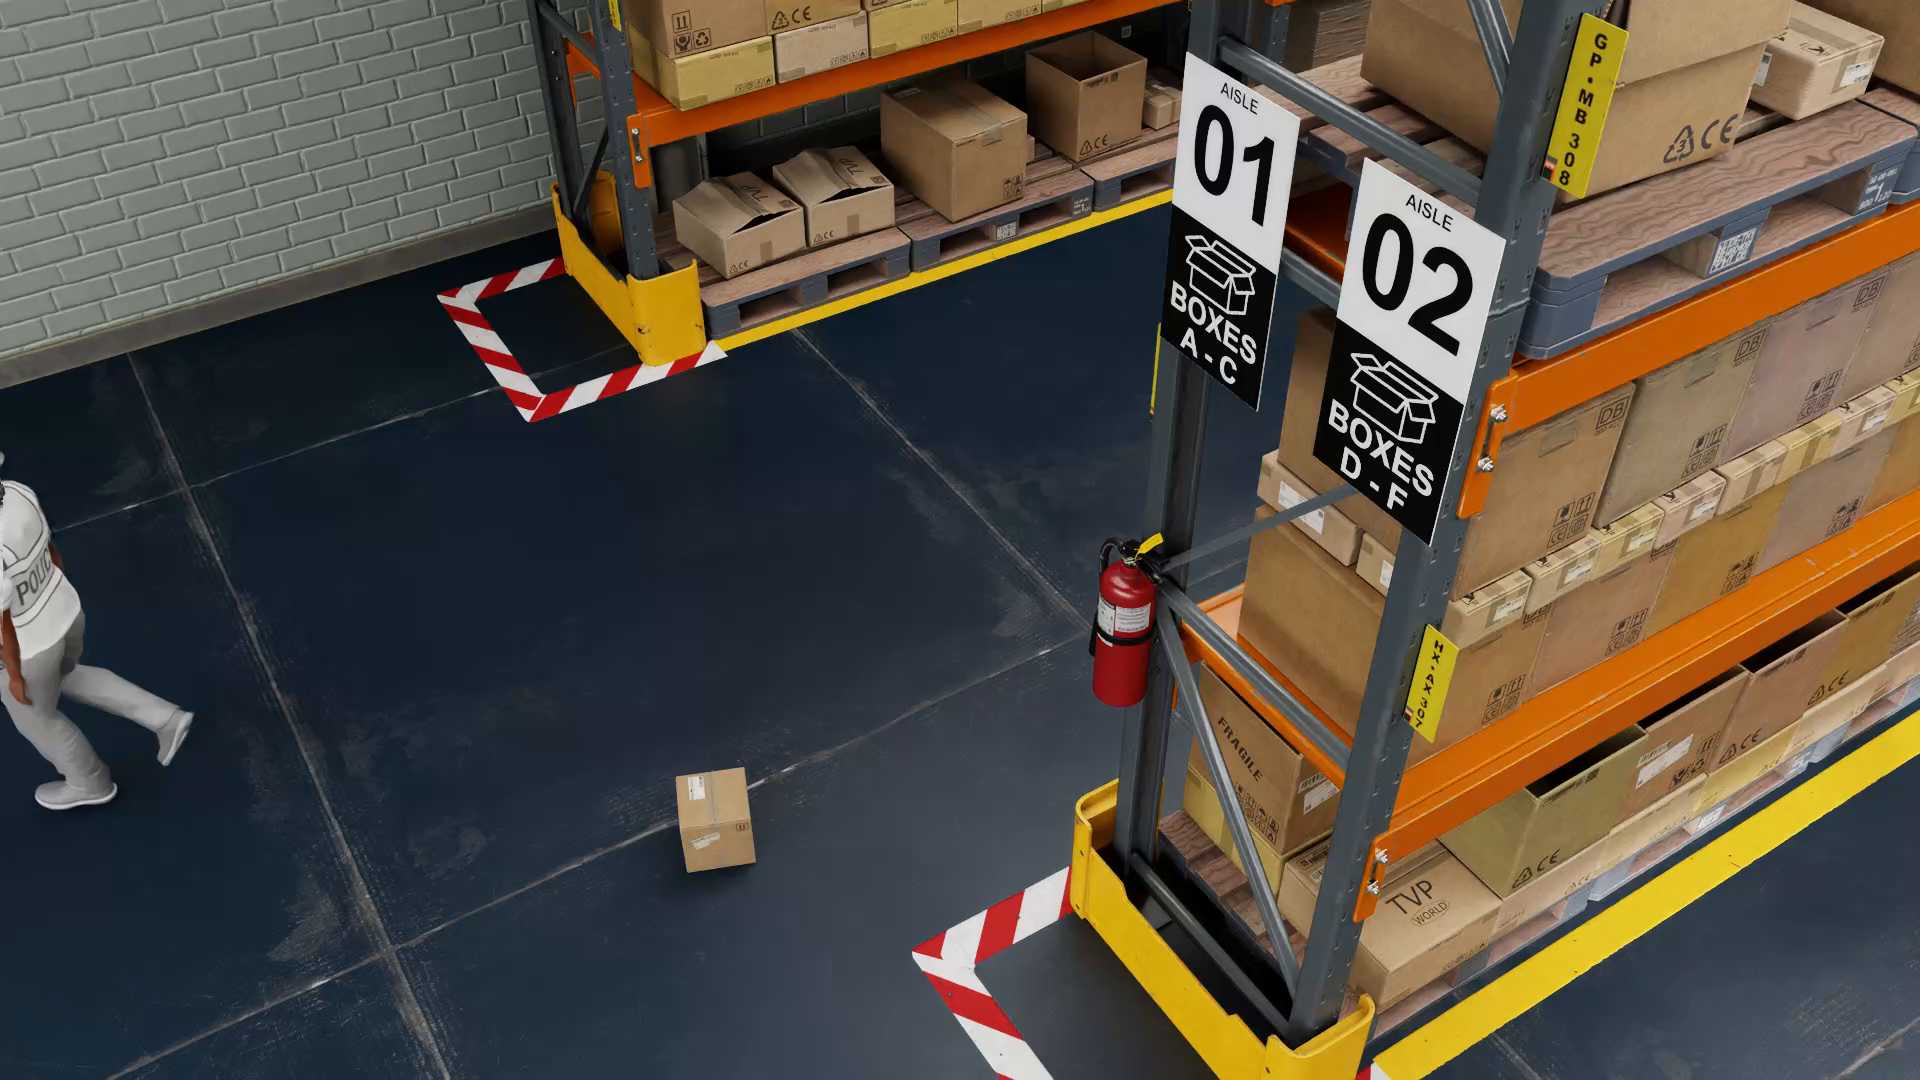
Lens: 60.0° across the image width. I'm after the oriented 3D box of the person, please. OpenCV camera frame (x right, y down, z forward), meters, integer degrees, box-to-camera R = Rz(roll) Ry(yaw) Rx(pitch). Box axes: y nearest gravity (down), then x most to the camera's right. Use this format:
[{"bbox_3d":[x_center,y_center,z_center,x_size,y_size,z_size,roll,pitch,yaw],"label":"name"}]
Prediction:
[{"bbox_3d":[-3.169,0.307,5.751,0.602,1.674,0.453,0,41,0],"label":"person"}]
